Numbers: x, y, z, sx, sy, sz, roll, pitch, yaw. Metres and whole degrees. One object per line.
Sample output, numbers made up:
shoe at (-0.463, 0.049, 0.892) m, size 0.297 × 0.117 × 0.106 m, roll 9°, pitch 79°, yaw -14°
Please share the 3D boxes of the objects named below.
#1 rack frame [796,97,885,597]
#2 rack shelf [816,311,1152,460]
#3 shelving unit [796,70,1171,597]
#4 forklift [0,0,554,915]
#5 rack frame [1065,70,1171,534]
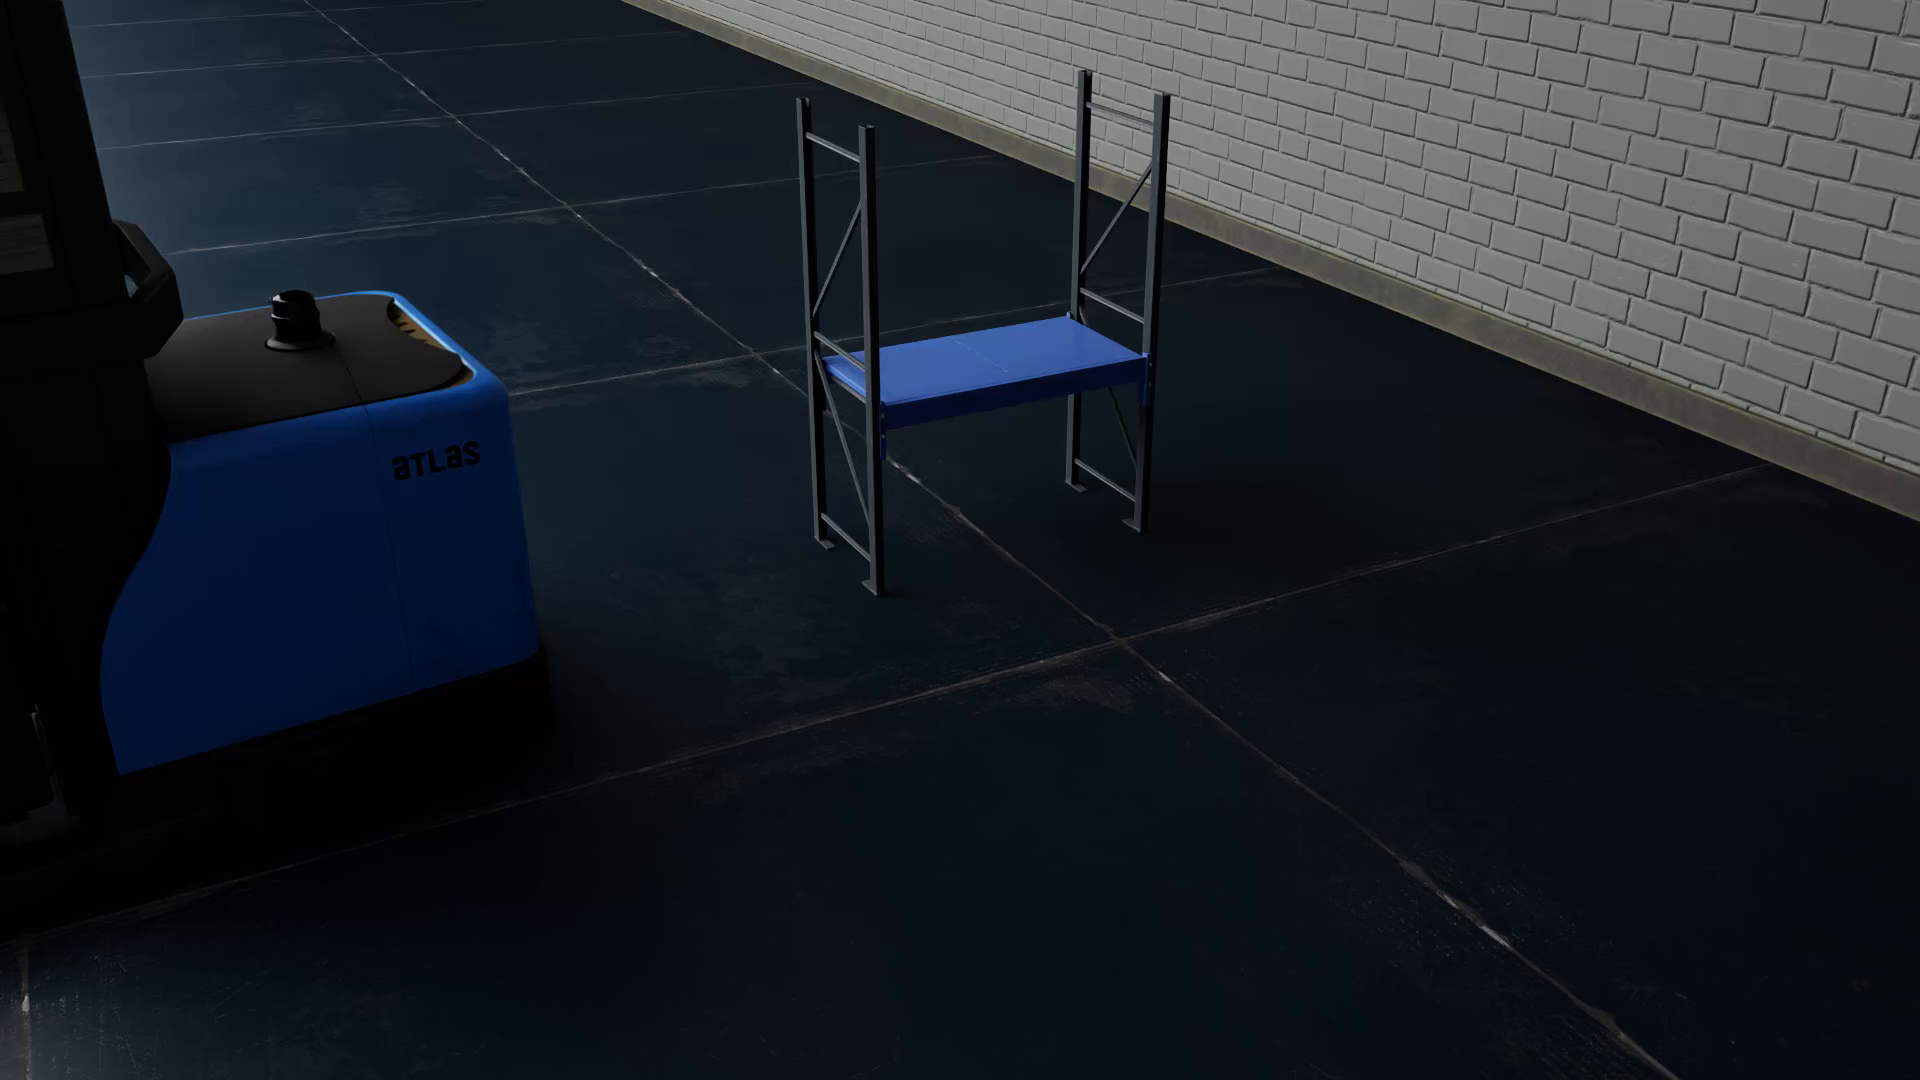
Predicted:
rack frame at (-0.373, -0.590, 5.246) m, size 0.032 × 1.500 × 0.500 m, roll -13°, pitch 29°, yaw -25°
rack shelf at (0.075, -0.531, 5.539) m, size 1.000 × 0.185 × 0.538 m, roll -13°, pitch 29°, yaw -25°
shelving unit at (0.075, -0.693, 5.462) m, size 1.048 × 1.500 × 0.538 m, roll -13°, pitch 29°, yaw -25°
forklift at (-2.620, -0.567, 3.544) m, size 3.031 × 2.935 × 1.130 m, roll -16°, pitch 30°, yaw -30°
rack frame at (0.524, -0.797, 5.677) m, size 0.032 × 1.500 × 0.500 m, roll -13°, pitch 29°, yaw -25°
